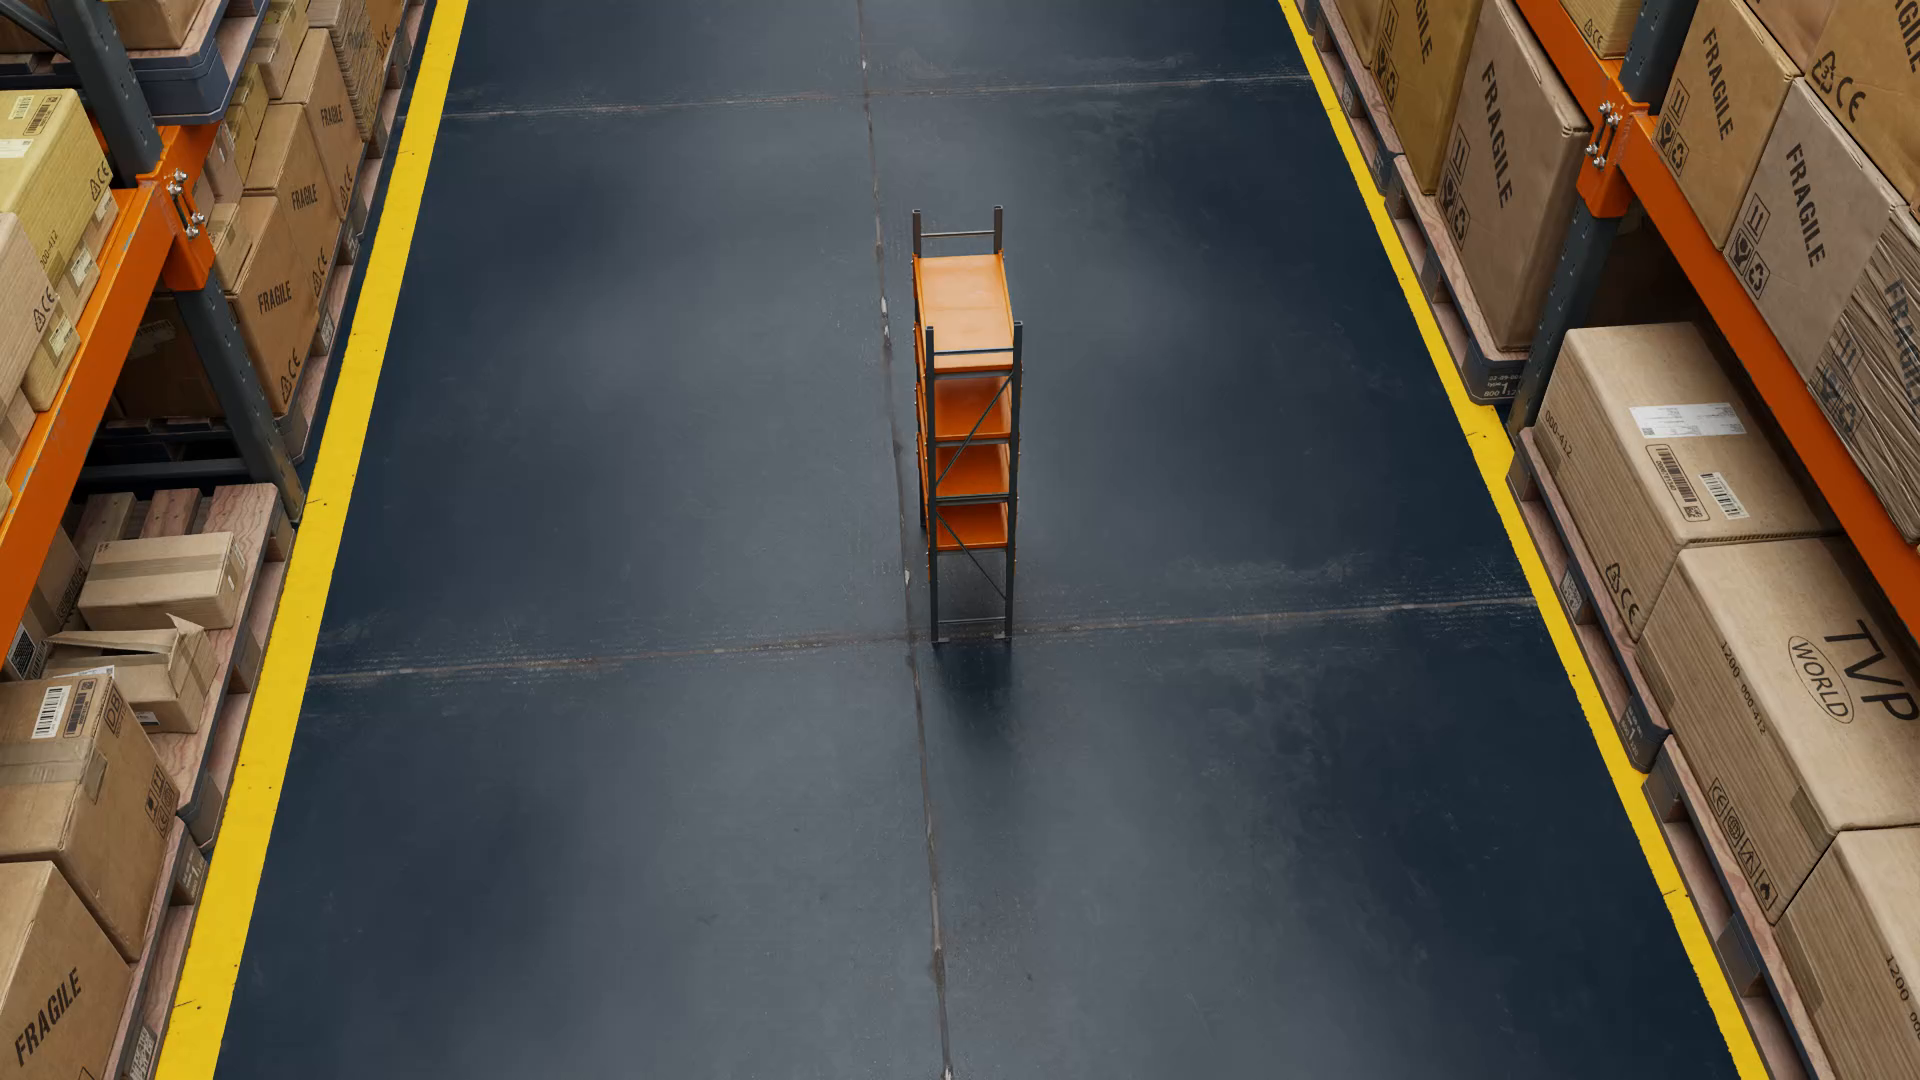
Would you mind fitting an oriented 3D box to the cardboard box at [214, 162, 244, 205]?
[{"bbox_3d":[-2.471,-1.073,5.186,0.380,0.149,0.250,-5,47,-4],"label":"cardboard box"}]

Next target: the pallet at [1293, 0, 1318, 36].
[{"bbox_3d":[1.996,-2.758,7.717,1.003,0.211,1.213,-3,47,-3],"label":"pallet"}]

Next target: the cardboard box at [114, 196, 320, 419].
[{"bbox_3d":[-2.422,-0.742,5.319,0.500,0.500,0.500,-2,47,-2],"label":"cardboard box"}]

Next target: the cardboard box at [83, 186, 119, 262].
[{"bbox_3d":[-2.327,-0.792,4.107,0.380,0.149,0.250,-3,47,-3],"label":"cardboard box"}]

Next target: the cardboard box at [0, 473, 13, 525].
[{"bbox_3d":[-2.194,-0.044,3.399,0.380,0.149,0.250,-4,47,-4],"label":"cardboard box"}]

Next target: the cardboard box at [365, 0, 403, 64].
[{"bbox_3d":[-2.613,-2.239,6.737,0.500,0.500,0.500,-2,47,-2],"label":"cardboard box"}]

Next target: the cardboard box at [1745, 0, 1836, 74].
[{"bbox_3d":[2.139,-1.417,3.769,0.500,0.500,0.500,-3,47,-3],"label":"cardboard box"}]

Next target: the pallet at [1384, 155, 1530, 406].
[{"bbox_3d":[2.200,-0.993,6.045,1.003,0.211,1.213,-3,47,-3],"label":"pallet"}]

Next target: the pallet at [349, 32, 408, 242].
[{"bbox_3d":[-2.817,-1.606,6.626,1.003,0.211,1.213,-3,47,-3],"label":"pallet"}]

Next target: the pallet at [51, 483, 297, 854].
[{"bbox_3d":[-2.549,0.362,4.762,1.003,0.211,1.213,-3,47,-3],"label":"pallet"}]

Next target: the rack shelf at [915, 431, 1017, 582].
[{"bbox_3d":[0.014,-0.110,4.894,0.258,0.148,0.480,-3,47,-3],"label":"rack shelf"}]

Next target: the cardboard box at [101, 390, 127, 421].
[{"bbox_3d":[-2.942,-0.716,5.294,0.500,0.500,0.500,-4,47,-3],"label":"cardboard box"}]

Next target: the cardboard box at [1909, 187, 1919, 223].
[{"bbox_3d":[2.206,-0.680,3.070,0.500,0.500,0.500,-3,47,-3],"label":"cardboard box"}]

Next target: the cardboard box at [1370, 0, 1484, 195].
[{"bbox_3d":[2.125,-1.909,6.166,0.875,0.875,0.875,-2,47,-2],"label":"cardboard box"}]

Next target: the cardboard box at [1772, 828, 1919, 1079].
[{"bbox_3d":[2.435,1.099,3.618,0.875,0.438,0.875,-2,47,-2],"label":"cardboard box"}]

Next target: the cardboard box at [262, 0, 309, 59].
[{"bbox_3d":[-2.542,-1.818,5.892,0.380,0.149,0.250,-2,47,-2],"label":"cardboard box"}]

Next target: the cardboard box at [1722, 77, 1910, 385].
[{"bbox_3d":[2.157,-0.713,3.790,0.500,0.500,0.500,-3,47,-3],"label":"cardboard box"}]

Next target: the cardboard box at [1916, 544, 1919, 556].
[{"bbox_3d":[2.235,0.020,3.096,0.500,0.500,0.500,-2,47,-2],"label":"cardboard box"}]

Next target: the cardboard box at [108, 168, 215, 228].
[{"bbox_3d":[-2.431,-0.976,4.889,0.380,0.149,0.250,-4,47,-4],"label":"cardboard box"}]

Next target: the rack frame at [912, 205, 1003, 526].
[{"bbox_3d":[-0.007,-0.469,4.868,0.240,1.200,0.015,-3,47,-3],"label":"rack frame"}]

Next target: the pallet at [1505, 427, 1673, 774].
[{"bbox_3d":[2.326,0.116,4.995,1.003,0.211,1.213,-3,47,-3],"label":"pallet"}]

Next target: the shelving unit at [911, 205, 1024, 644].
[{"bbox_3d":[0.014,-0.293,4.701,0.258,1.200,0.503,-3,47,-3],"label":"shelving unit"}]

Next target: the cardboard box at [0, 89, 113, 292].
[{"bbox_3d":[-2.320,-0.791,3.832,0.500,0.250,0.500,-2,47,-2],"label":"cardboard box"}]

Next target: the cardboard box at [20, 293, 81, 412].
[{"bbox_3d":[-2.238,-0.418,3.753,0.380,0.149,0.250,-2,47,-2],"label":"cardboard box"}]

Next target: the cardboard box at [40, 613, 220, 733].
[{"bbox_3d":[-2.237,0.345,4.451,0.396,0.266,0.258,-2,47,-2],"label":"cardboard box"}]

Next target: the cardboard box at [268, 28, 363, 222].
[{"bbox_3d":[-2.514,-1.488,6.026,0.500,0.500,0.500,-5,47,-4],"label":"cardboard box"}]

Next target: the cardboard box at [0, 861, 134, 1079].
[{"bbox_3d":[-2.205,1.058,3.615,0.500,0.500,0.500,-3,47,-3],"label":"cardboard box"}]

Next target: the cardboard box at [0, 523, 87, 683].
[{"bbox_3d":[-2.786,0.179,4.577,0.500,0.311,0.500,-2,47,-2],"label":"cardboard box"}]

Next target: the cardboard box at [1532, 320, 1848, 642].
[{"bbox_3d":[2.286,-0.201,4.850,0.875,0.438,0.875,-4,47,-4],"label":"cardboard box"}]

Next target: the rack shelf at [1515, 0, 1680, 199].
[{"bbox_3d":[2.173,-2.598,6.140,1.077,0.370,4.000,-3,47,-3],"label":"rack shelf"}]

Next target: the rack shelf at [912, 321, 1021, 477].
[{"bbox_3d":[0.014,-0.400,4.587,0.258,0.148,0.480,-3,47,-3],"label":"rack shelf"}]

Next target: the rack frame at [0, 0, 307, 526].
[{"bbox_3d":[-2.606,-1.094,4.220,1.000,3.000,0.127,-3,47,-3],"label":"rack frame"}]

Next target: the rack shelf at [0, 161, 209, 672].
[{"bbox_3d":[-2.438,0.601,3.111,1.077,0.370,4.000,-3,47,-3],"label":"rack shelf"}]

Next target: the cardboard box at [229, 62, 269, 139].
[{"bbox_3d":[-2.540,-1.456,5.548,0.380,0.149,0.250,-4,47,-4],"label":"cardboard box"}]
